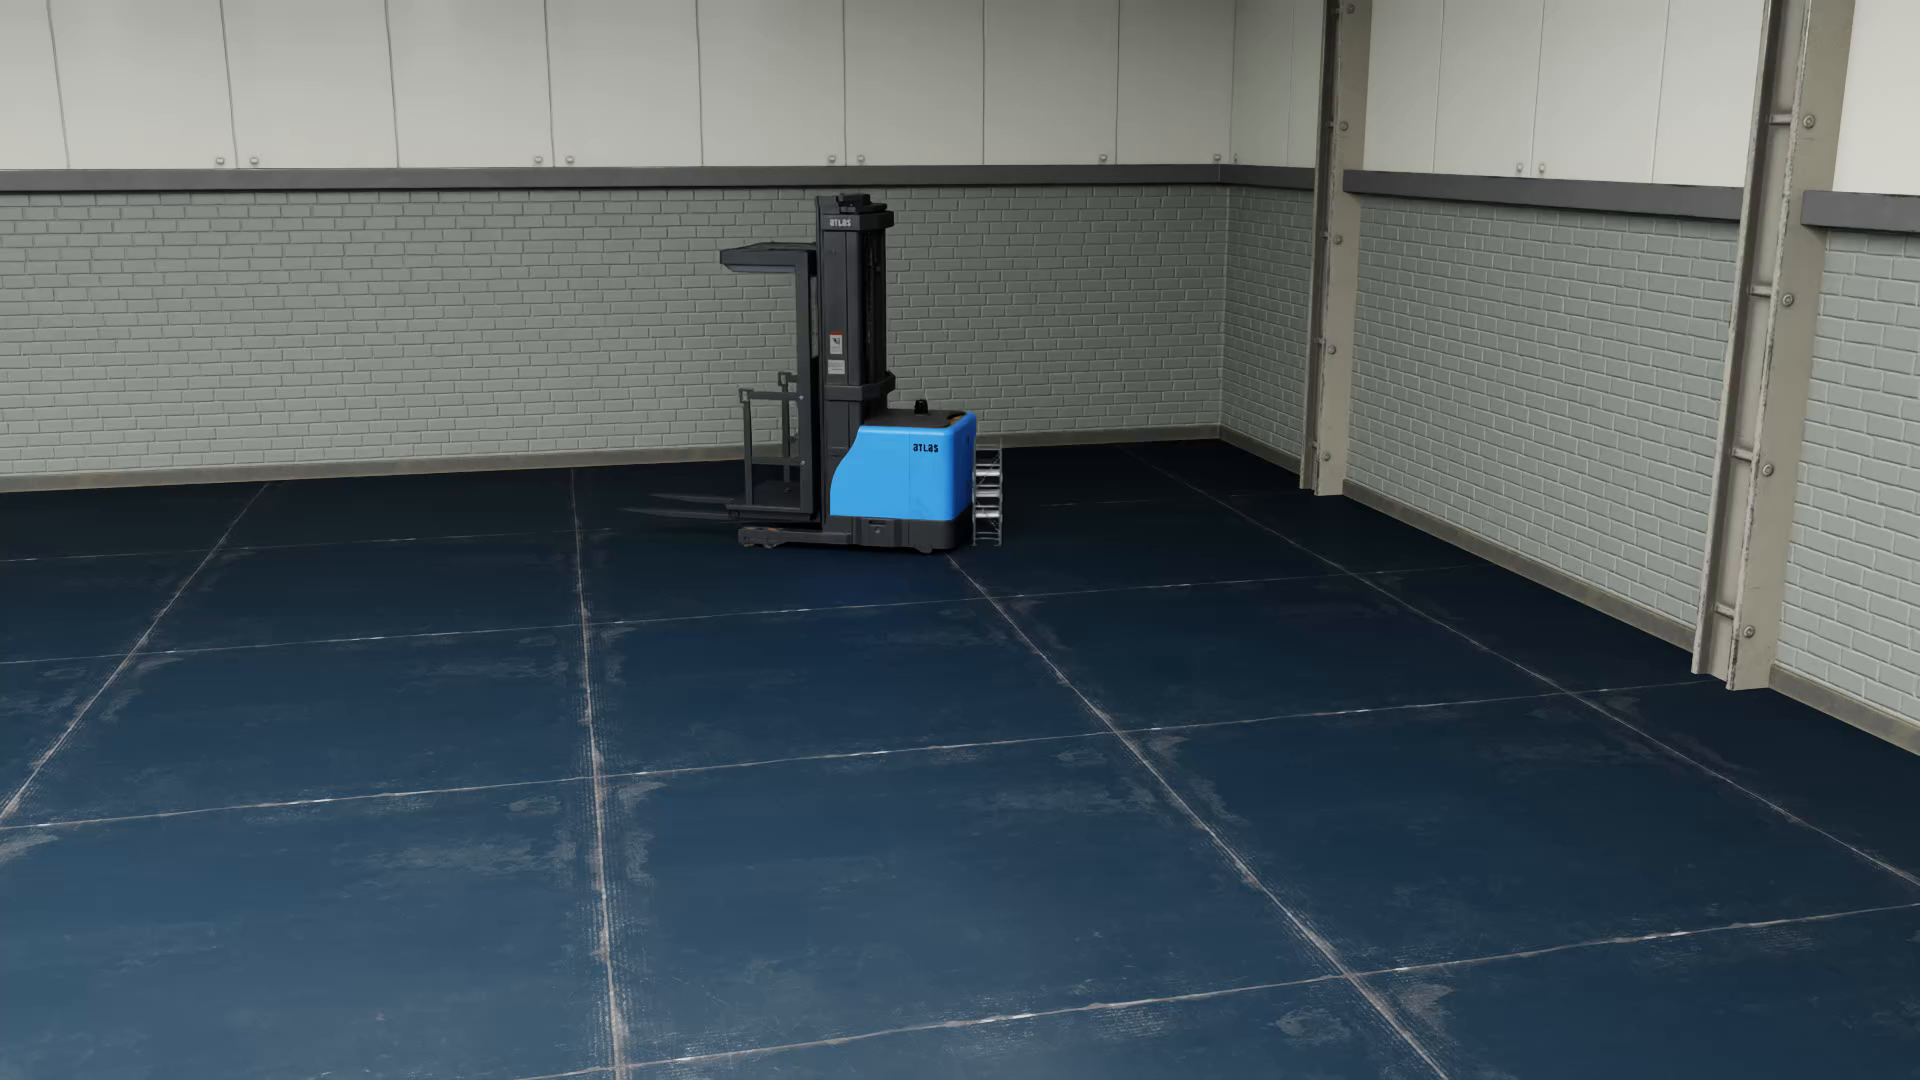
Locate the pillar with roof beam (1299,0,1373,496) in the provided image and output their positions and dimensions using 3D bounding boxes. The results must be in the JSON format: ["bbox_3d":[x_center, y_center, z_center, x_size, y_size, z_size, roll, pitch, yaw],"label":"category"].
[{"bbox_3d":[-0.610,-4.617,14.364,9.100,9.000,0.400,-3,14,-13],"label":"pillar with roof beam"}]

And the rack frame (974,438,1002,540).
[{"bbox_3d":[0.237,-0.436,14.317,0.240,0.900,0.006,0,14,1],"label":"rack frame"}]

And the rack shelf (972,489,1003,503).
[{"bbox_3d":[0.234,-0.380,14.226,0.258,0.077,0.200,0,14,1],"label":"rack shelf"}]

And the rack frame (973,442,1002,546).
[{"bbox_3d":[0.232,-0.388,14.120,0.240,0.900,0.006,0,14,1],"label":"rack frame"}]

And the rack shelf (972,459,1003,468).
[{"bbox_3d":[0.235,-0.642,14.162,0.258,0.077,0.200,0,14,1],"label":"rack shelf"}]

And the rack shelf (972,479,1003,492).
[{"bbox_3d":[0.235,-0.467,14.205,0.258,0.077,0.200,0,14,1],"label":"rack shelf"}]

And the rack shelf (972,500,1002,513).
[{"bbox_3d":[0.234,-0.292,14.248,0.258,0.077,0.200,0,14,1],"label":"rack shelf"}]

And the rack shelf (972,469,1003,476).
[{"bbox_3d":[0.235,-0.555,14.184,0.258,0.077,0.200,0,14,1],"label":"rack shelf"}]

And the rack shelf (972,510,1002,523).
[{"bbox_3d":[0.234,-0.205,14.269,0.258,0.077,0.200,0,14,1],"label":"rack shelf"}]

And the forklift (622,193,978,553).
[{"bbox_3d":[-1.418,-1.473,14.281,3.031,2.935,1.130,3,14,13],"label":"forklift"}]

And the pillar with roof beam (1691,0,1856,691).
[{"bbox_3d":[0.800,-3.233,8.698,9.100,9.000,0.400,-3,14,-13],"label":"pillar with roof beam"}]

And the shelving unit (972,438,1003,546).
[{"bbox_3d":[0.234,-0.412,14.219,0.258,0.900,0.210,0,14,1],"label":"shelving unit"}]
